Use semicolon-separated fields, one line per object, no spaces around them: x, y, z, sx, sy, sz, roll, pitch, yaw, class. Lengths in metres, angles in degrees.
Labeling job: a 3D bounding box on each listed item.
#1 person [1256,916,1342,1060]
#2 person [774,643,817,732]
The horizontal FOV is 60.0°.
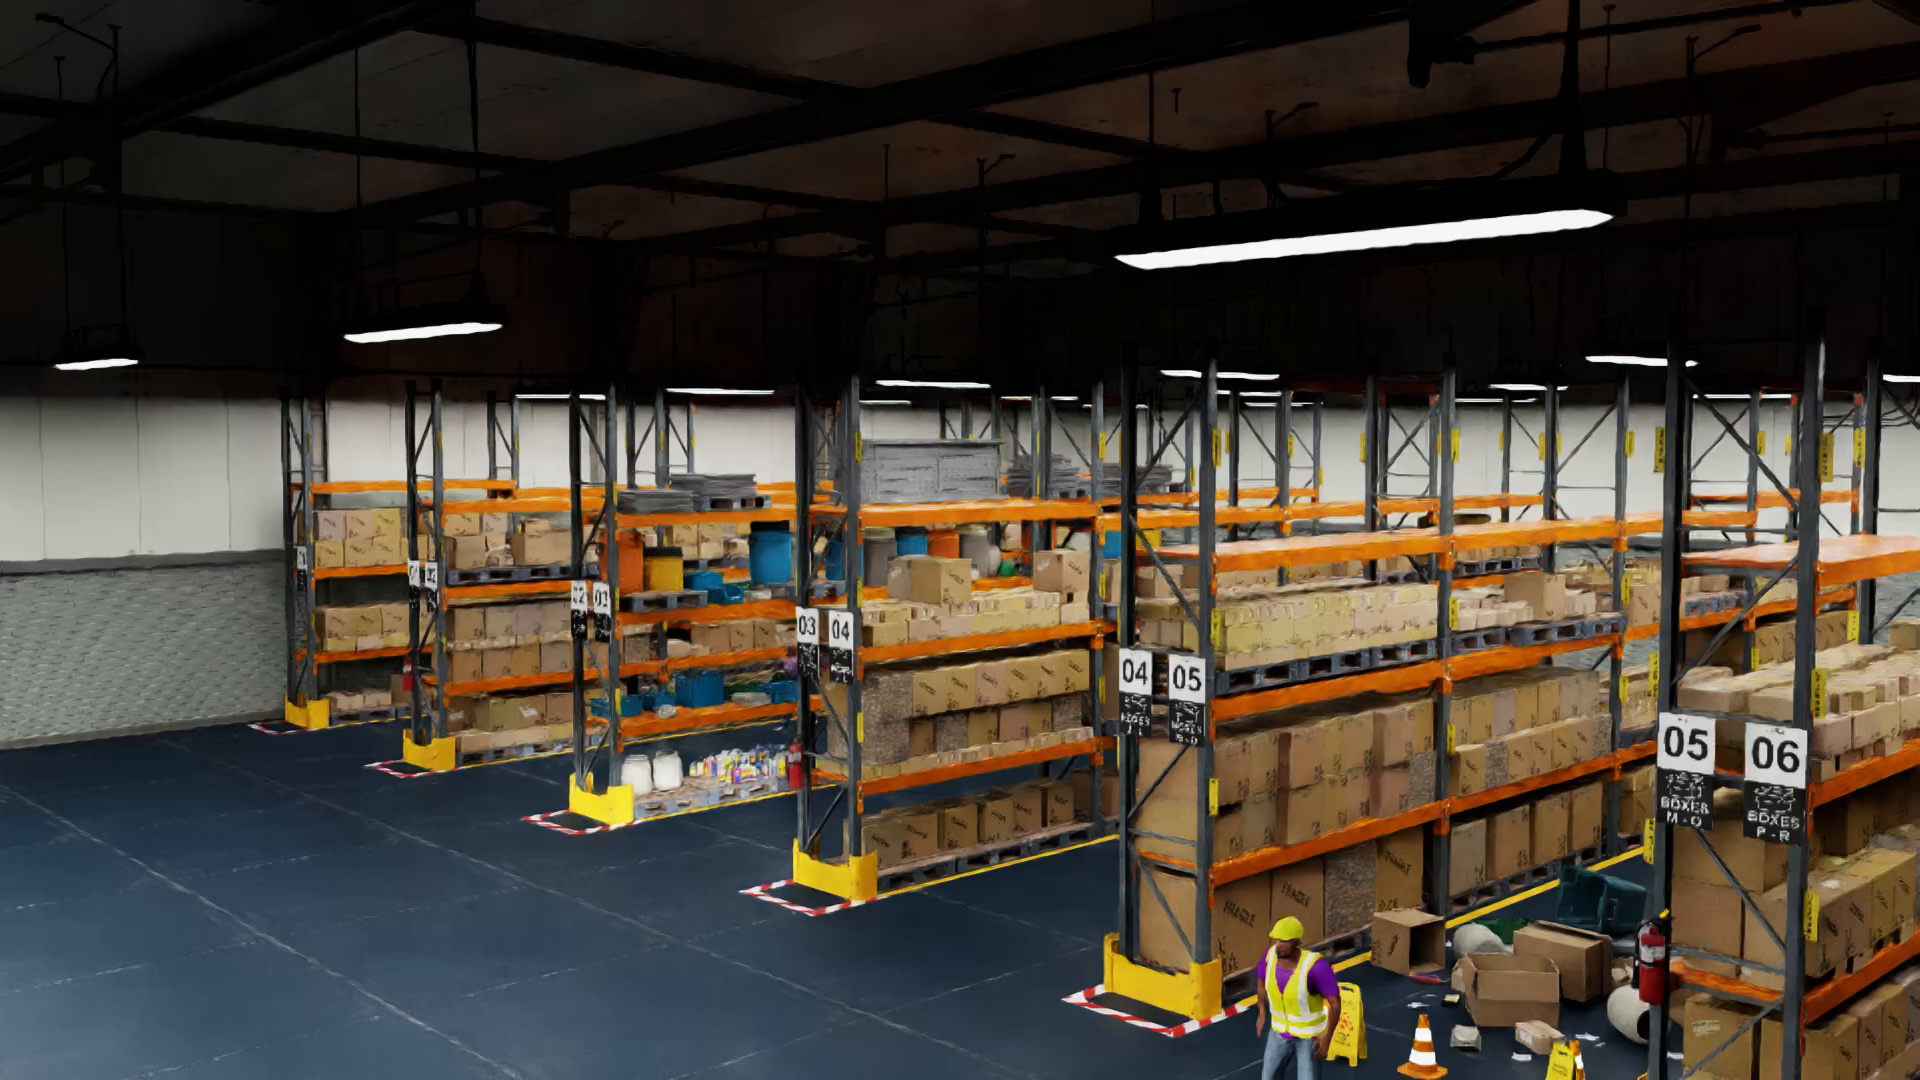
2.416;3.546;12.026;0.719;1.714;0.561;4;5;44;person
-2.898;2.541;28.979;1.032;1.517;0.417;-3;5;-41;person
